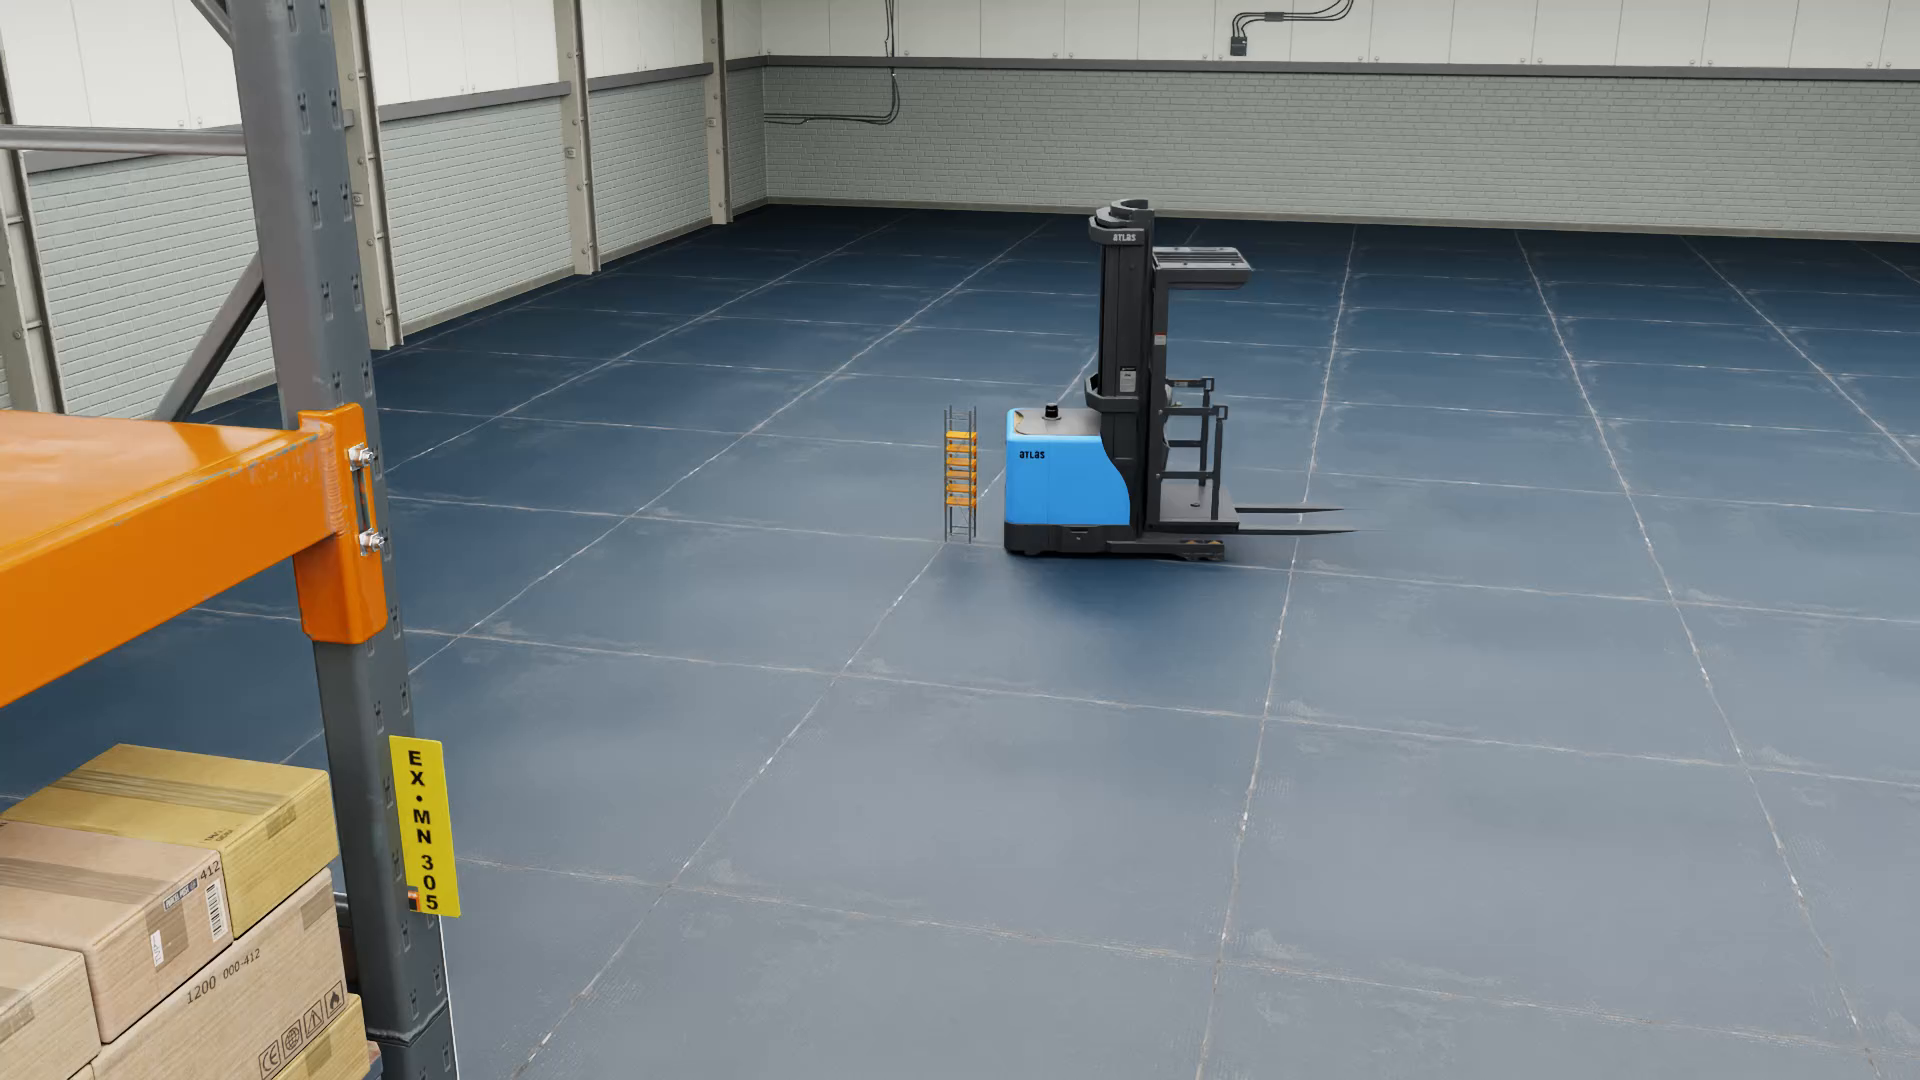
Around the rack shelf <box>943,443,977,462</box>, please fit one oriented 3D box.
[{"bbox_3d":[0.004,-0.757,14.444,0.258,0.103,0.180,5,19,13],"label":"rack shelf"}]

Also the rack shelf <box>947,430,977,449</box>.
[{"bbox_3d":[0.004,-0.871,14.405,0.258,0.103,0.180,5,19,13],"label":"rack shelf"}]

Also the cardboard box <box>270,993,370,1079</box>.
[{"bbox_3d":[-1.166,0.816,2.602,0.380,0.149,0.250,5,19,13],"label":"cardboard box"}]

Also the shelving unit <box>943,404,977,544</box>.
[{"bbox_3d":[0.004,-0.572,14.507,0.258,1.200,0.189,5,19,13],"label":"shelving unit"}]

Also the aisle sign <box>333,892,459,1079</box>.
[{"bbox_3d":[-1.105,1.003,3.090,0.394,0.787,0.004,5,19,13],"label":"aisle sign"}]

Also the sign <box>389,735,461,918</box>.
[{"bbox_3d":[-0.891,0.478,2.761,0.100,0.325,0.005,5,19,13],"label":"sign"}]

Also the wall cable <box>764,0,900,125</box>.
[{"bbox_3d":[-2.765,-9.963,34.739,3.097,2.526,0.112,5,19,13],"label":"wall cable"}]

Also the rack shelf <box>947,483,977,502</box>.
[{"bbox_3d":[0.004,-0.417,14.560,0.258,0.103,0.180,5,19,13],"label":"rack shelf"}]

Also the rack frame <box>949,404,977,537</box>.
[{"bbox_3d":[0.026,-0.601,14.591,0.240,1.200,0.006,5,19,13],"label":"rack frame"}]

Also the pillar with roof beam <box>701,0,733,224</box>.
[{"bbox_3d":[-0.592,-10.274,30.844,9.100,9.000,0.400,5,19,13],"label":"pillar with roof beam"}]

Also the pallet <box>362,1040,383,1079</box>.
[{"bbox_3d":[-1.585,1.087,2.360,1.003,0.211,1.213,5,19,13],"label":"pallet"}]

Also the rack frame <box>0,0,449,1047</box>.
[{"bbox_3d":[-1.414,-0.608,2.544,1.000,3.000,0.127,5,19,13],"label":"rack frame"}]

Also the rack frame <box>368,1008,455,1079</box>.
[{"bbox_3d":[-1.414,2.231,3.514,1.000,3.000,0.127,5,19,13],"label":"rack frame"}]

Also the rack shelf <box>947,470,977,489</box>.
[{"bbox_3d":[0.004,-0.530,14.521,0.258,0.103,0.180,5,19,13],"label":"rack shelf"}]

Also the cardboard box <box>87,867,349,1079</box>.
[{"bbox_3d":[-1.262,0.672,2.408,0.500,0.250,0.500,5,19,14],"label":"cardboard box"}]

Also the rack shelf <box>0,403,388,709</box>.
[{"bbox_3d":[-1.902,0.549,0.890,1.077,0.370,4.000,5,19,13],"label":"rack shelf"}]

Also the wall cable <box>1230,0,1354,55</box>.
[{"bbox_3d":[6.437,-12.287,31.477,2.305,6.003,0.169,5,19,13],"label":"wall cable"}]

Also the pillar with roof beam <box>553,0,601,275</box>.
[{"bbox_3d":[-2.058,-8.393,25.338,9.100,9.000,0.400,5,19,13],"label":"pillar with roof beam"}]

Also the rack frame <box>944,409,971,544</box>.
[{"bbox_3d":[-0.019,-0.544,14.423,0.240,1.200,0.006,5,19,13],"label":"rack frame"}]

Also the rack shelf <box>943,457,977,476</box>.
[{"bbox_3d":[0.004,-0.644,14.482,0.258,0.103,0.180,5,19,13],"label":"rack shelf"}]

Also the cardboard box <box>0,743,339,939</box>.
[{"bbox_3d":[-1.167,0.440,2.469,0.380,0.149,0.250,5,19,14],"label":"cardboard box"}]

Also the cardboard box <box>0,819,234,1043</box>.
[{"bbox_3d":[-1.229,0.518,2.241,0.380,0.149,0.250,5,19,14],"label":"cardboard box"}]

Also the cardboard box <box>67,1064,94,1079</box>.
[{"bbox_3d":[-1.385,0.828,1.949,0.500,0.250,0.500,5,19,13],"label":"cardboard box"}]

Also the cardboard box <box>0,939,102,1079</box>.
[{"bbox_3d":[-1.292,0.598,2.005,0.380,0.149,0.250,5,19,14],"label":"cardboard box"}]

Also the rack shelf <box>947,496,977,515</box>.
[{"bbox_3d":[0.004,-0.303,14.599,0.258,0.103,0.180,5,19,13],"label":"rack shelf"}]

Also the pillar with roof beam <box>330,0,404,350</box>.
[{"bbox_3d":[-3.524,-6.512,19.832,9.100,9.000,0.400,5,19,13],"label":"pillar with roof beam"}]

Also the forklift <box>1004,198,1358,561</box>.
[{"bbox_3d":[1.906,-1.383,14.201,3.031,2.935,1.130,1,19,2],"label":"forklift"}]

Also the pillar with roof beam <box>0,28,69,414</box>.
[{"bbox_3d":[-4.990,-4.632,14.326,9.100,9.000,0.400,5,19,13],"label":"pillar with roof beam"}]
